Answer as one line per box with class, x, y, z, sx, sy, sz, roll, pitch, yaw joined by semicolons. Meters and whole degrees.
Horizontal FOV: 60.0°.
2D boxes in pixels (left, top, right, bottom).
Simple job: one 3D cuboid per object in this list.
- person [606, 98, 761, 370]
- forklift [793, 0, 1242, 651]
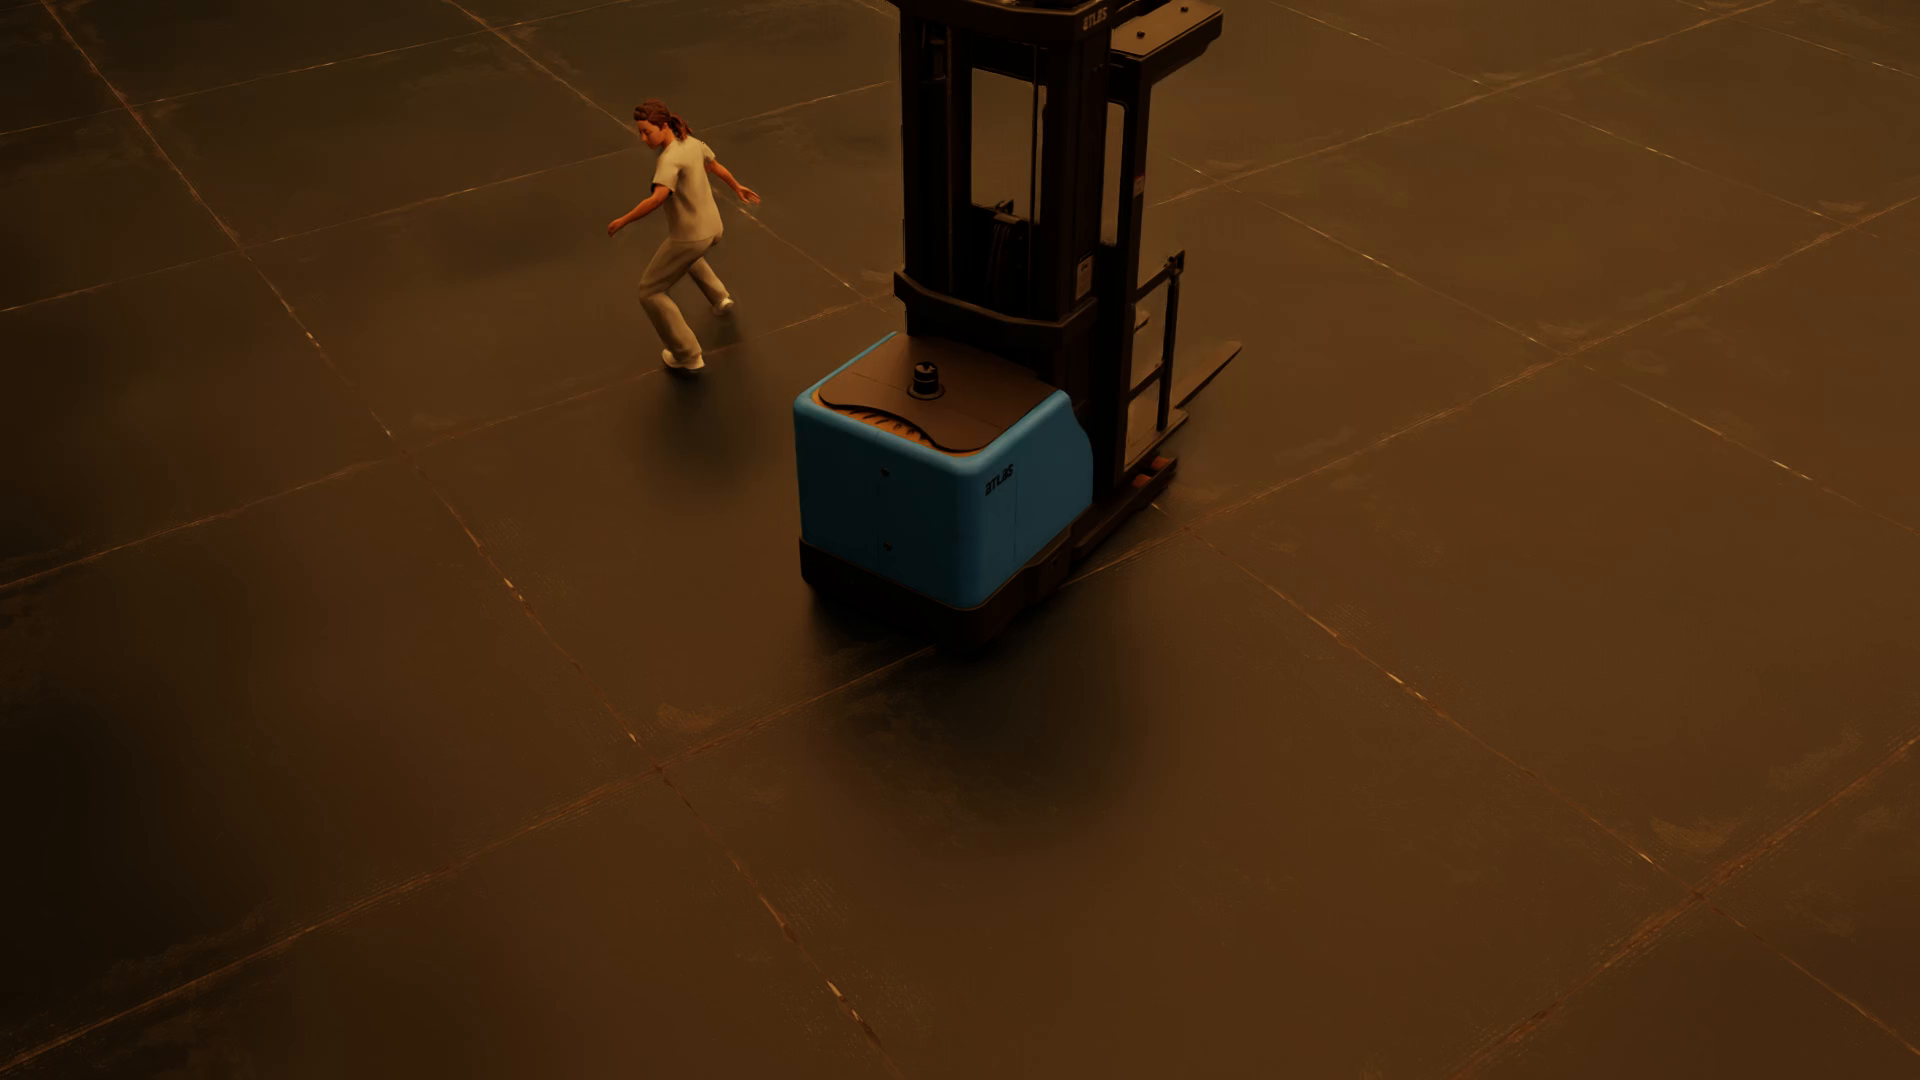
person;-1.580;-1.778;9.626;0.532;1.611;0.942;12;38;16
forklift;0.487;-1.504;7.978;1.130;2.935;3.031;22;42;27
